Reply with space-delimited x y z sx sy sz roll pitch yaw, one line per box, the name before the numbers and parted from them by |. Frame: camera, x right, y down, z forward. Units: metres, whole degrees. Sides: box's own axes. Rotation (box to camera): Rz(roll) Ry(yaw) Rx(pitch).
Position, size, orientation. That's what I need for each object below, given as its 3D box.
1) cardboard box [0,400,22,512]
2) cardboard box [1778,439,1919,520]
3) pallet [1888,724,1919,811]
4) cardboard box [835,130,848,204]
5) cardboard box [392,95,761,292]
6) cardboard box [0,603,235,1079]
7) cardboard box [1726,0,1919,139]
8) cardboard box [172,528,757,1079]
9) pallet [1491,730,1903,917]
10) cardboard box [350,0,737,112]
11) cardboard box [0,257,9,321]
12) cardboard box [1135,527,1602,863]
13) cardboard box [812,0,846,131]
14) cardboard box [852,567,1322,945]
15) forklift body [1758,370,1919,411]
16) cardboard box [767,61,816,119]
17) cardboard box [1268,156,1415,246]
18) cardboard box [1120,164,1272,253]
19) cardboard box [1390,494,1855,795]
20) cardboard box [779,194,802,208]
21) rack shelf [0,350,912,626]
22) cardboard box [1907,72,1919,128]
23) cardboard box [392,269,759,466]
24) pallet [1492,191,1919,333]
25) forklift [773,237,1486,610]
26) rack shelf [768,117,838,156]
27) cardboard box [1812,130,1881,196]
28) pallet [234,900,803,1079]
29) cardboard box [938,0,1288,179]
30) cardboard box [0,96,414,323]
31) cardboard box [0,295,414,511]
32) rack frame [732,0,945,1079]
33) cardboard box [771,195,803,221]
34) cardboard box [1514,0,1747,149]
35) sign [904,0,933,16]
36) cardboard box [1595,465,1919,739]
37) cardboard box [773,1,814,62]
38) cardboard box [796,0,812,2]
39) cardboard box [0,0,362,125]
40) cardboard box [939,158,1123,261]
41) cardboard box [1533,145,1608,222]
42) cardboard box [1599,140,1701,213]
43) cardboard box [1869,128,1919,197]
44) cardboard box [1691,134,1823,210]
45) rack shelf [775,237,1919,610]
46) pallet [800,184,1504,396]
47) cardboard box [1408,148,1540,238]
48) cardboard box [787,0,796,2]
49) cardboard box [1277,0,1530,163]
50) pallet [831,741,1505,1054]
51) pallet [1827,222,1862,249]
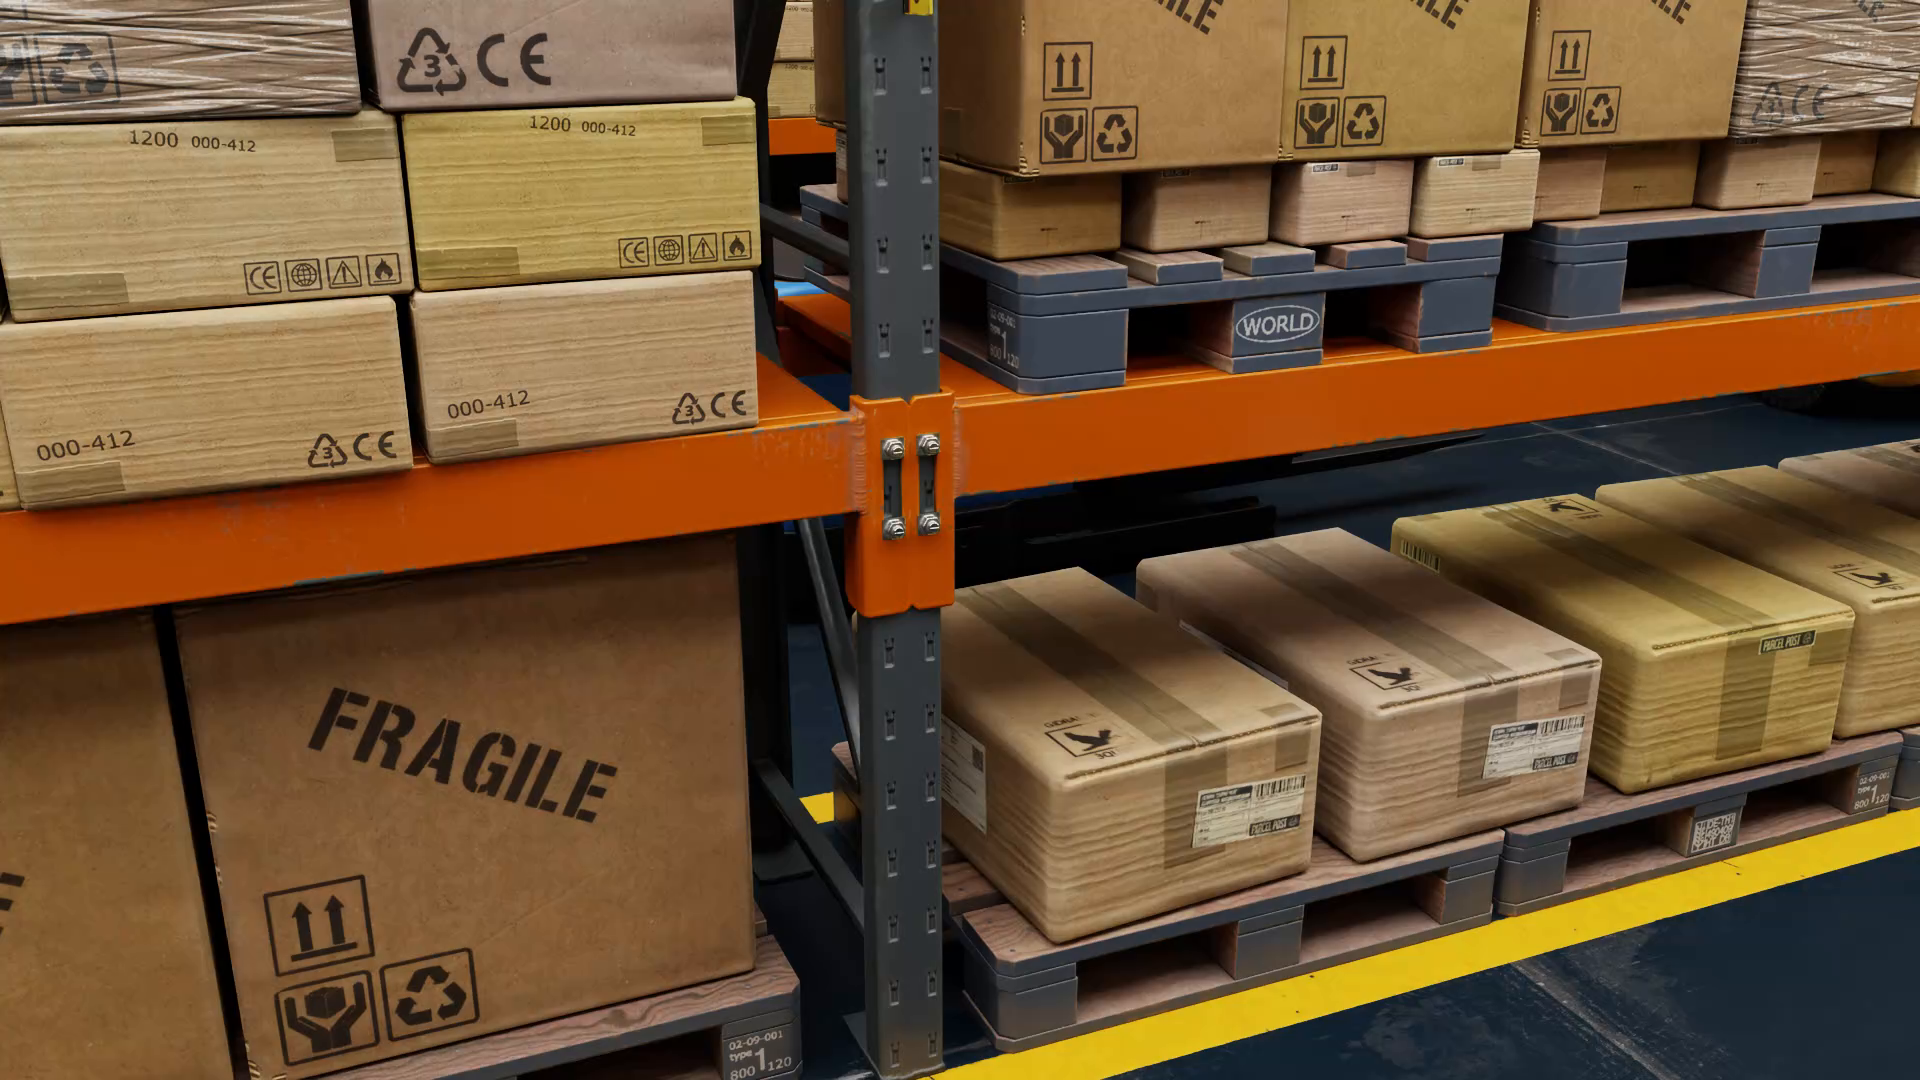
cardboard box | -1.577 -0.200 2.299 0.500 0.250 0.500 -8 21 -22
cardboard box | 2.908 0.035 4.730 0.625 0.372 0.950 -8 21 -21
pallet | 2.674 0.342 4.732 1.213 0.211 1.003 -8 21 -22
cardboard box | -0.077 -0.744 3.365 0.250 0.149 0.380 -7 21 -20
cardboard box | -0.628 -0.574 2.608 0.500 0.250 0.500 -8 21 -22
cardboard box | -1.772 0.436 2.834 0.875 0.875 0.875 -8 21 -21
cardboard box | 1.643 -1.130 3.484 0.500 0.500 0.500 -9 21 -24
cardboard box | -0.951 0.320 3.164 0.875 0.875 0.875 -8 21 -22
pallet | 1.552 0.504 4.273 1.213 0.211 1.003 -8 21 -22
cardboard box | -0.655 -0.921 2.464 0.500 0.500 0.500 -9 21 -23
cardboard box | -1.560 -0.431 2.204 0.500 0.250 0.500 -9 21 -23
cardboard box | 0.913 0.321 3.919 0.625 0.372 0.950 -9 21 -23
cardboard box | 0.023 -1.080 3.342 0.500 0.500 0.500 -9 21 -23
cardboard box | 0.238 0.420 3.636 0.625 0.372 0.950 -10 22 -26
forklift body | 4.073 -1.909 8.206 1.214 2.155 2.313 -8 21 -22
cardboard box | -0.816 -2.111 7.726 0.500 0.250 0.500 -9 21 -24
cardboard box | 0.630 -0.664 3.138 0.250 0.149 0.380 -10 22 -25
cardboard box | 0.361 -0.642 3.076 0.250 0.149 0.380 -10 22 -25
cardboard box | 1.611 0.223 4.197 0.625 0.372 0.950 -7 21 -20
cardboard box | -0.461 -1.396 8.413 0.625 0.625 0.875 -9 21 -24
rack shelf | -2.121 0.053 2.439 4.000 0.370 1.077 -8 21 -22
cardboard box | 2.124 -1.199 3.680 0.500 0.500 0.500 -7 21 -20
cardboard box | -0.646 -0.333 2.678 0.500 0.250 0.500 -9 21 -24
pallet | 1.517 -0.732 3.874 1.213 0.211 1.003 -8 21 -22
forklift | 0.563 -1.473 5.791 3.031 2.935 1.130 -9 21 -24
rack shelf | -0.417 -1.987 8.231 4.000 0.370 1.077 -8 21 -22
cardboard box | 1.800 -0.870 3.724 0.250 0.149 0.380 -9 21 -24
pallet | -1.038 0.846 3.301 1.213 0.211 1.003 -8 21 -22
cardboard box | 0.221 -0.924 2.899 0.500 0.500 0.500 -9 21 -23
cardboard box | -1.098 -0.505 2.413 0.500 0.250 0.500 -9 21 -23
cardboard box | -1.109 -0.261 2.473 0.500 0.250 0.500 -8 21 -21
rack frame | -0.284 -0.550 3.067 0.127 3.000 1.000 -8 21 -22
cardboard box | -1.079 -1.307 8.161 0.625 0.625 0.875 -7 21 -20
cardboard box | 1.181 -1.066 3.304 0.500 0.500 0.500 -8 21 -21
sign | -0.061 -0.927 2.395 0.005 0.325 0.100 -8 21 -22
cardboard box | 2.249 0.131 4.458 0.625 0.372 0.950 -7 21 -19
cardboard box | -0.802 -2.341 7.626 0.500 0.250 0.500 -9 21 -23
cardboard box | -0.664 -2.541 7.595 0.250 0.149 0.380 -8 21 -21
cardboard box | -1.123 -0.851 2.266 0.500 0.500 0.500 -8 21 -21
cardboard box | 0.088 -0.615 2.999 0.250 0.149 0.380 -9 22 -25
cardboard box | 1.081 -0.750 3.380 0.250 0.149 0.380 -7 21 -19
cardboard box | 1.325 -0.799 3.520 0.250 0.149 0.380 -7 21 -20
cardboard box | 2.083 -0.874 3.733 0.250 0.149 0.380 -8 21 -22
cardboard box | 1.591 -0.813 3.561 0.250 0.149 0.380 -7 21 -20
rack shelf | 1.552 -0.473 3.933 4.000 0.370 1.077 -8 21 -22
pallet | 0.328 -0.585 3.457 1.003 0.211 1.213 -8 21 -22
cardboard box | 0.891 -0.694 3.223 0.250 0.149 0.380 -8 21 -22
cardboard box | -0.920 -2.526 7.551 0.250 0.149 0.380 -8 21 -21
cardboard box | 0.696 -0.995 3.100 0.500 0.500 0.500 -7 21 -19
pallet | 0.434 0.663 3.821 1.213 0.211 1.003 -8 21 -22
pallet | 2.629 -0.929 4.434 1.213 0.211 1.003 -8 21 -22
